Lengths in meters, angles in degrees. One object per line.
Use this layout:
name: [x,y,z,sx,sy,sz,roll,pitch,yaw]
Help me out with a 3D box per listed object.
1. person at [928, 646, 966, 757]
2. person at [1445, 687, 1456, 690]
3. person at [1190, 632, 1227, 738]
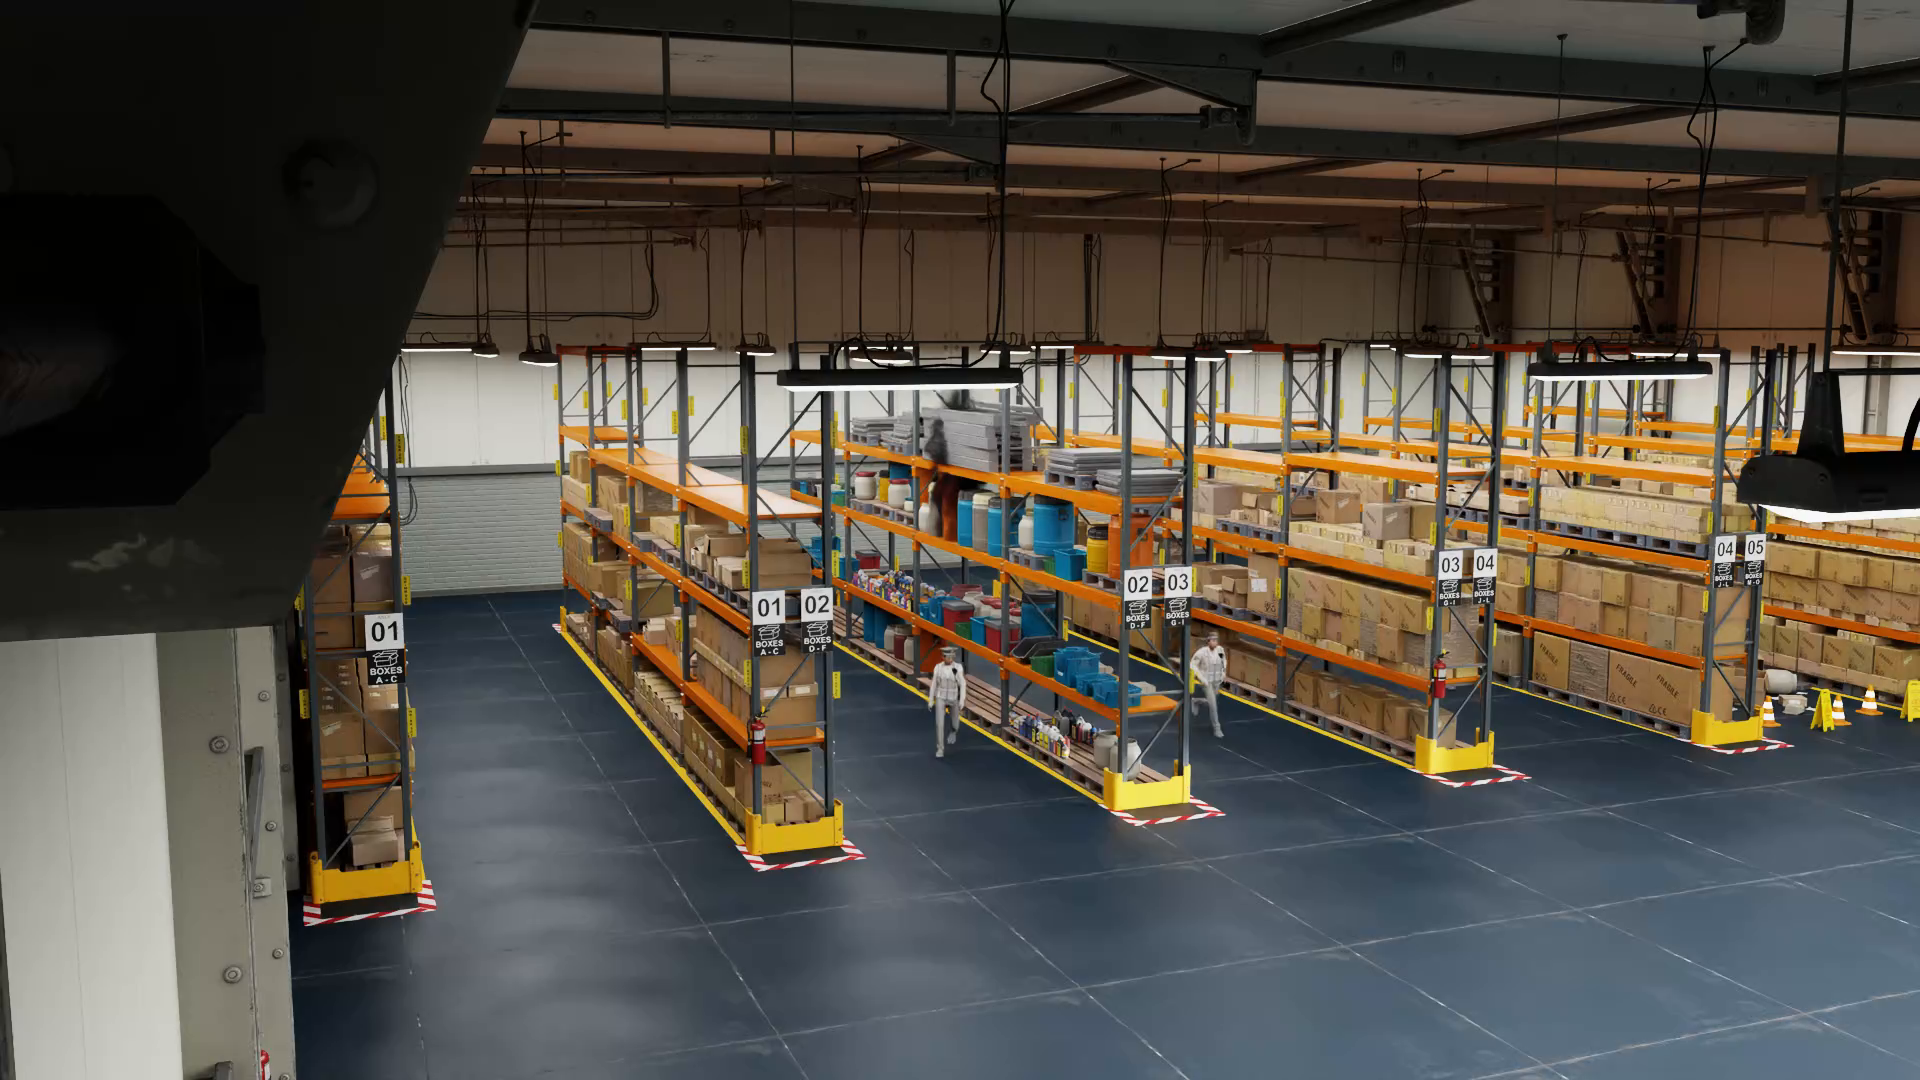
person: [-0.192,2.366,24.797,0.569,1.614,0.787,0,7,-1]
person: [8.534,1.830,29.345,0.553,1.565,0.696,-4,8,-28]
person: [3.886,2.226,26.143,0.625,1.679,0.890,-3,8,-24]
